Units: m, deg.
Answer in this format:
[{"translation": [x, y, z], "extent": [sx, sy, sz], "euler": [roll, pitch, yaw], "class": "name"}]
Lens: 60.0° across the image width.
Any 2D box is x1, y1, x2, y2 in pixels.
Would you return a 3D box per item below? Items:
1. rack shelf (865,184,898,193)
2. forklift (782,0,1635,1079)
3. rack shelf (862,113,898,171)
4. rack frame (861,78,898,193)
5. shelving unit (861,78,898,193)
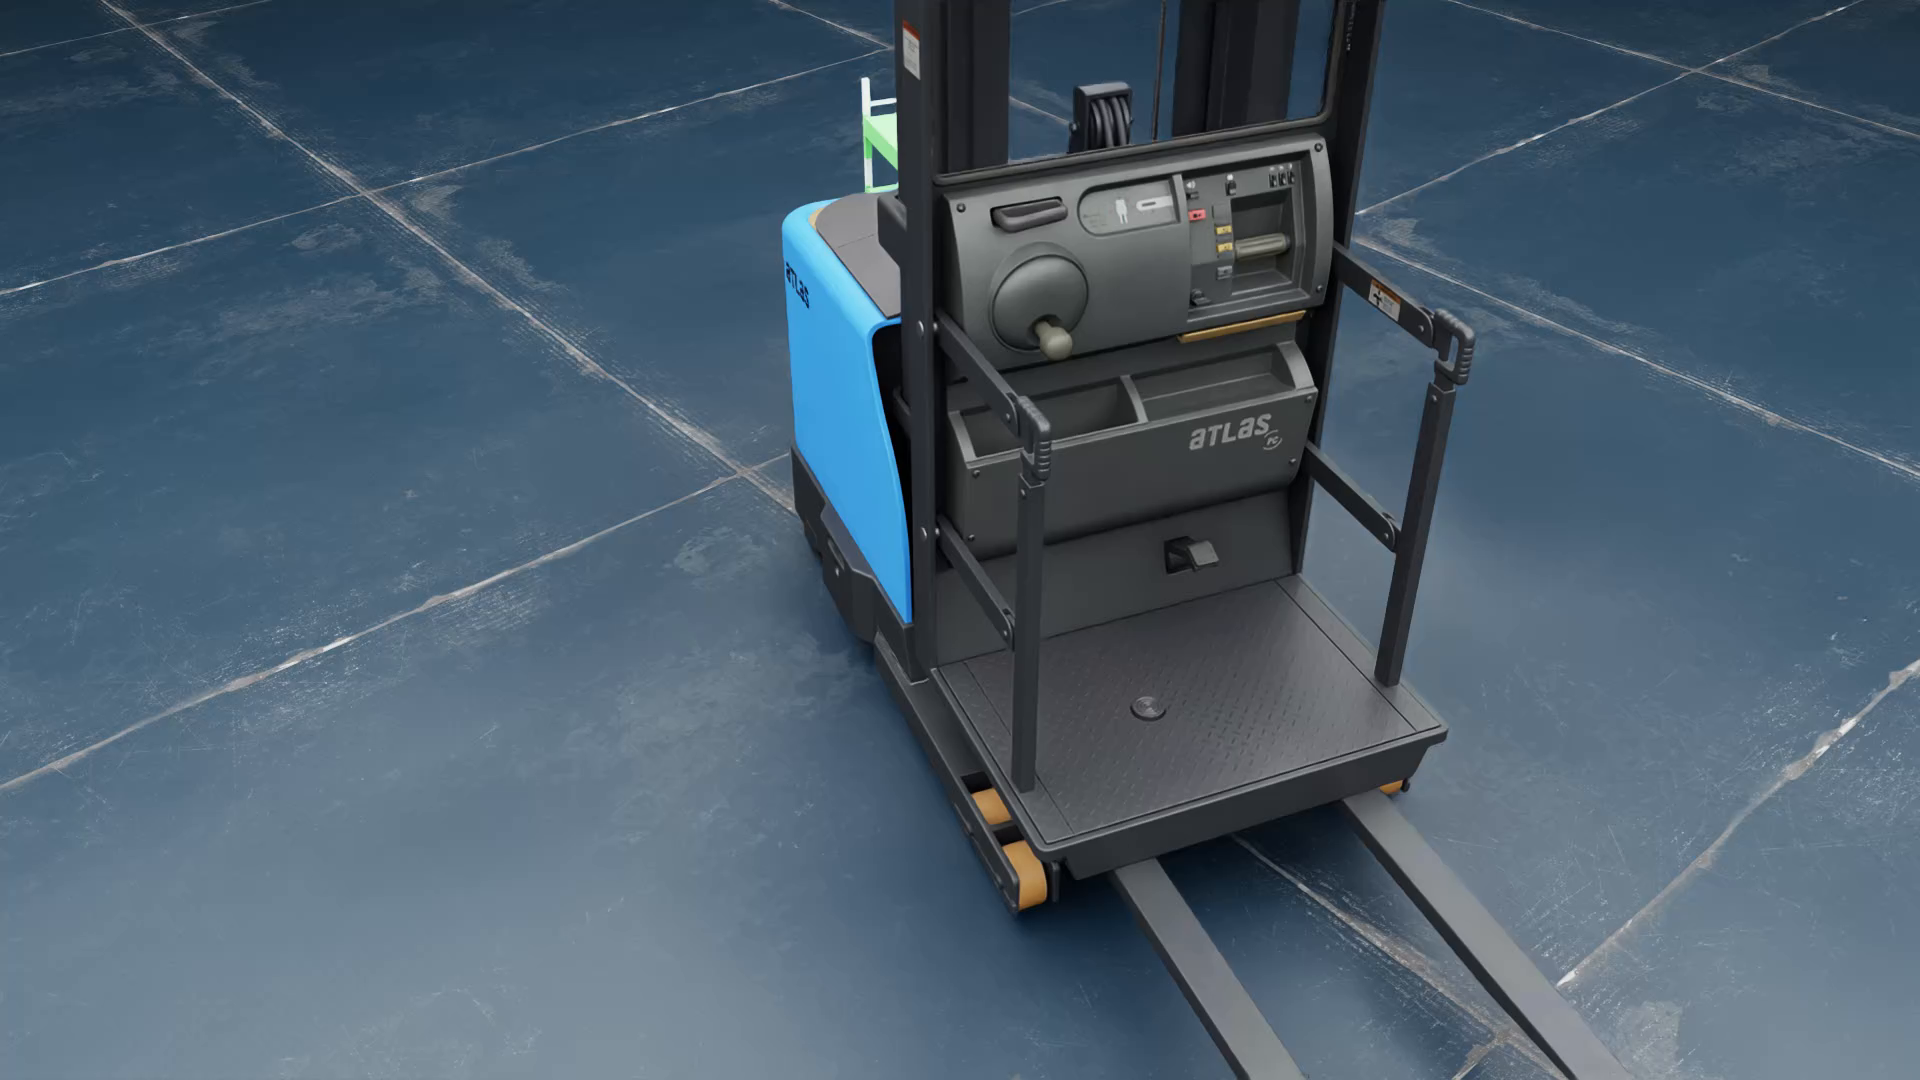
[{"translation": [-0.104, -0.994, 5.311], "extent": [0.258, 0.148, 0.480], "euler": [-13, 37, -18], "class": "rack shelf"}, {"translation": [0.501, -0.588, 3.545], "extent": [1.130, 2.935, 3.031], "euler": [-13, 37, -18], "class": "forklift"}, {"translation": [-0.104, -1.190, 5.172], "extent": [0.258, 0.148, 0.480], "euler": [-13, 37, -18], "class": "rack shelf"}, {"translation": [-0.196, -0.981, 5.597], "extent": [0.240, 1.200, 0.015], "euler": [-13, 37, -18], "class": "rack frame"}, {"translation": [-0.104, -0.850, 5.412], "extent": [0.258, 1.200, 0.503], "euler": [-13, 37, -18], "class": "shelving unit"}]
